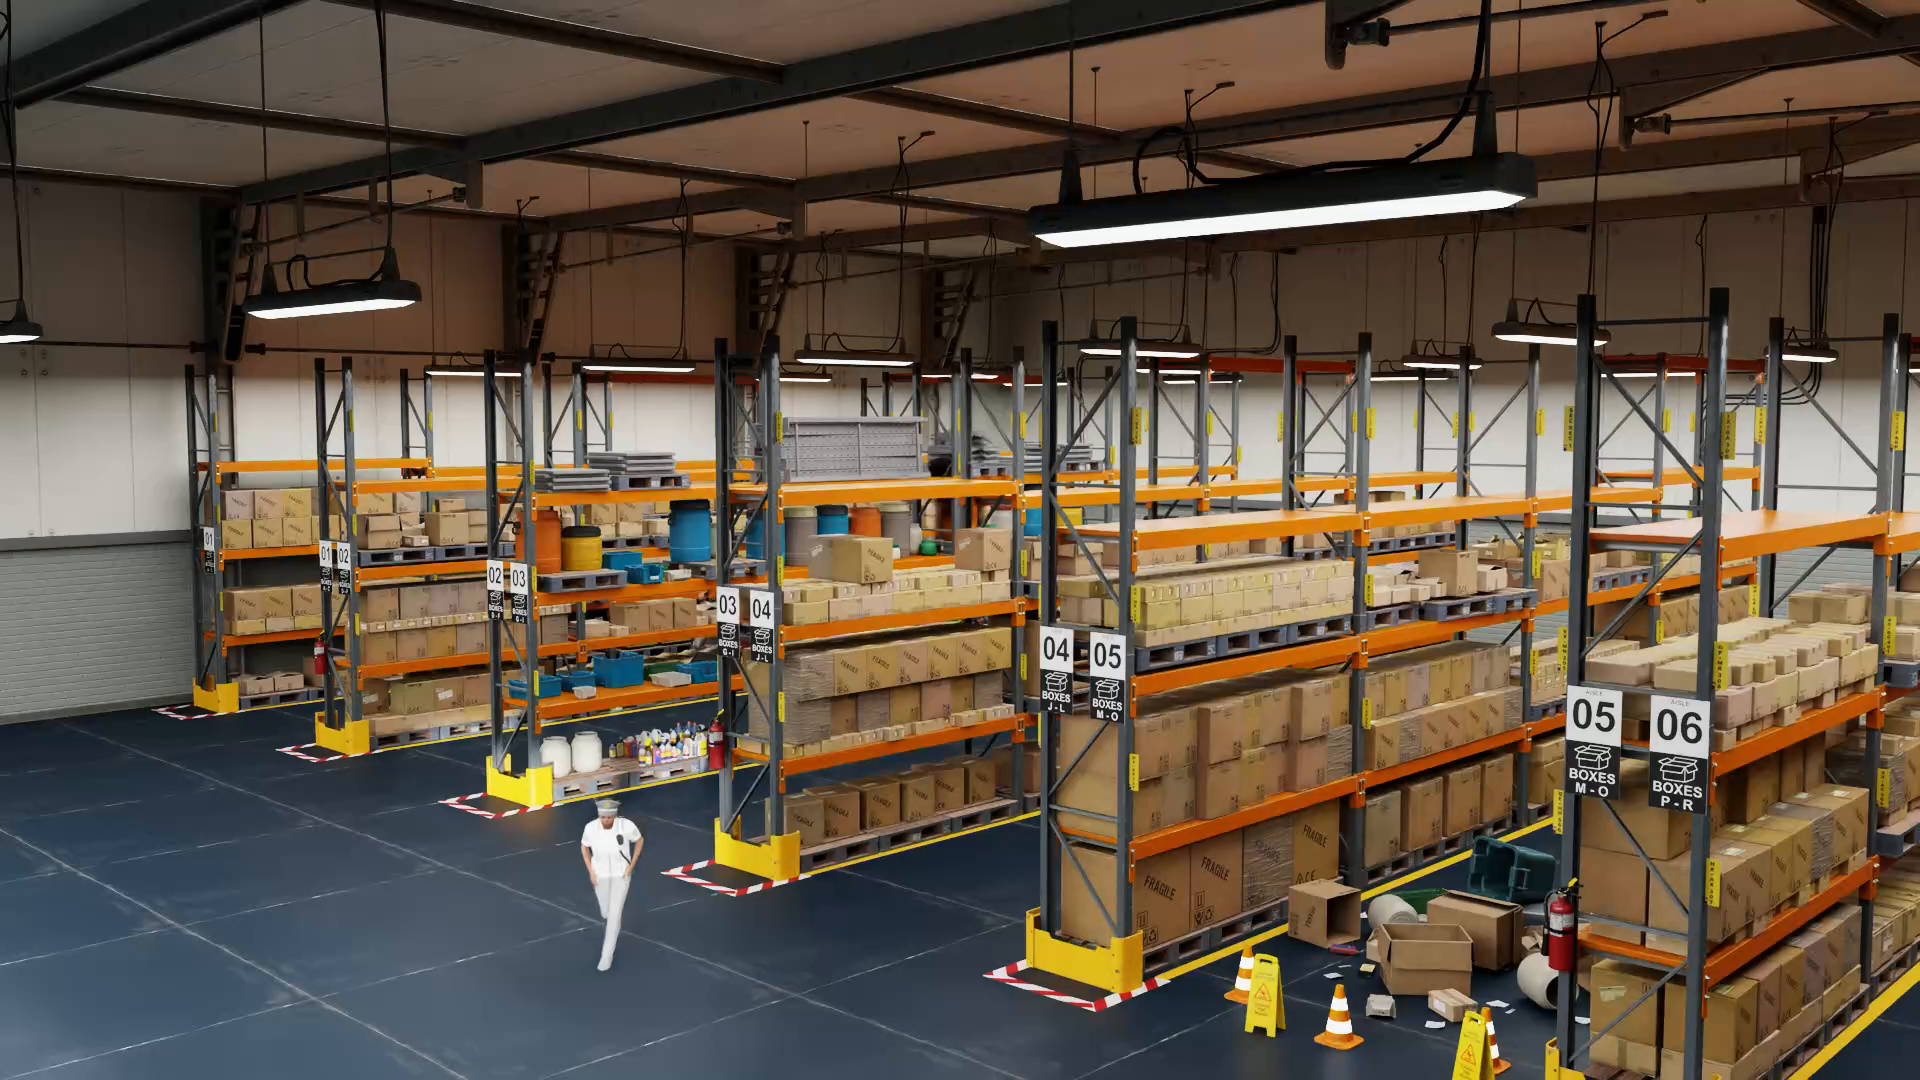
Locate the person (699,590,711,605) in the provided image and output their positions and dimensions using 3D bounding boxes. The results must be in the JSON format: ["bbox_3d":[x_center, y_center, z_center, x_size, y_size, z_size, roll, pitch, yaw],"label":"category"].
[{"bbox_3d":[-5.190,1.406,33.409,0.565,0.839,0.431,4,6,42],"label":"person"}]

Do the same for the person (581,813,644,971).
[{"bbox_3d":[-3.282,3.194,15.757,0.584,1.614,0.842,-1,4,-9],"label":"person"}]
